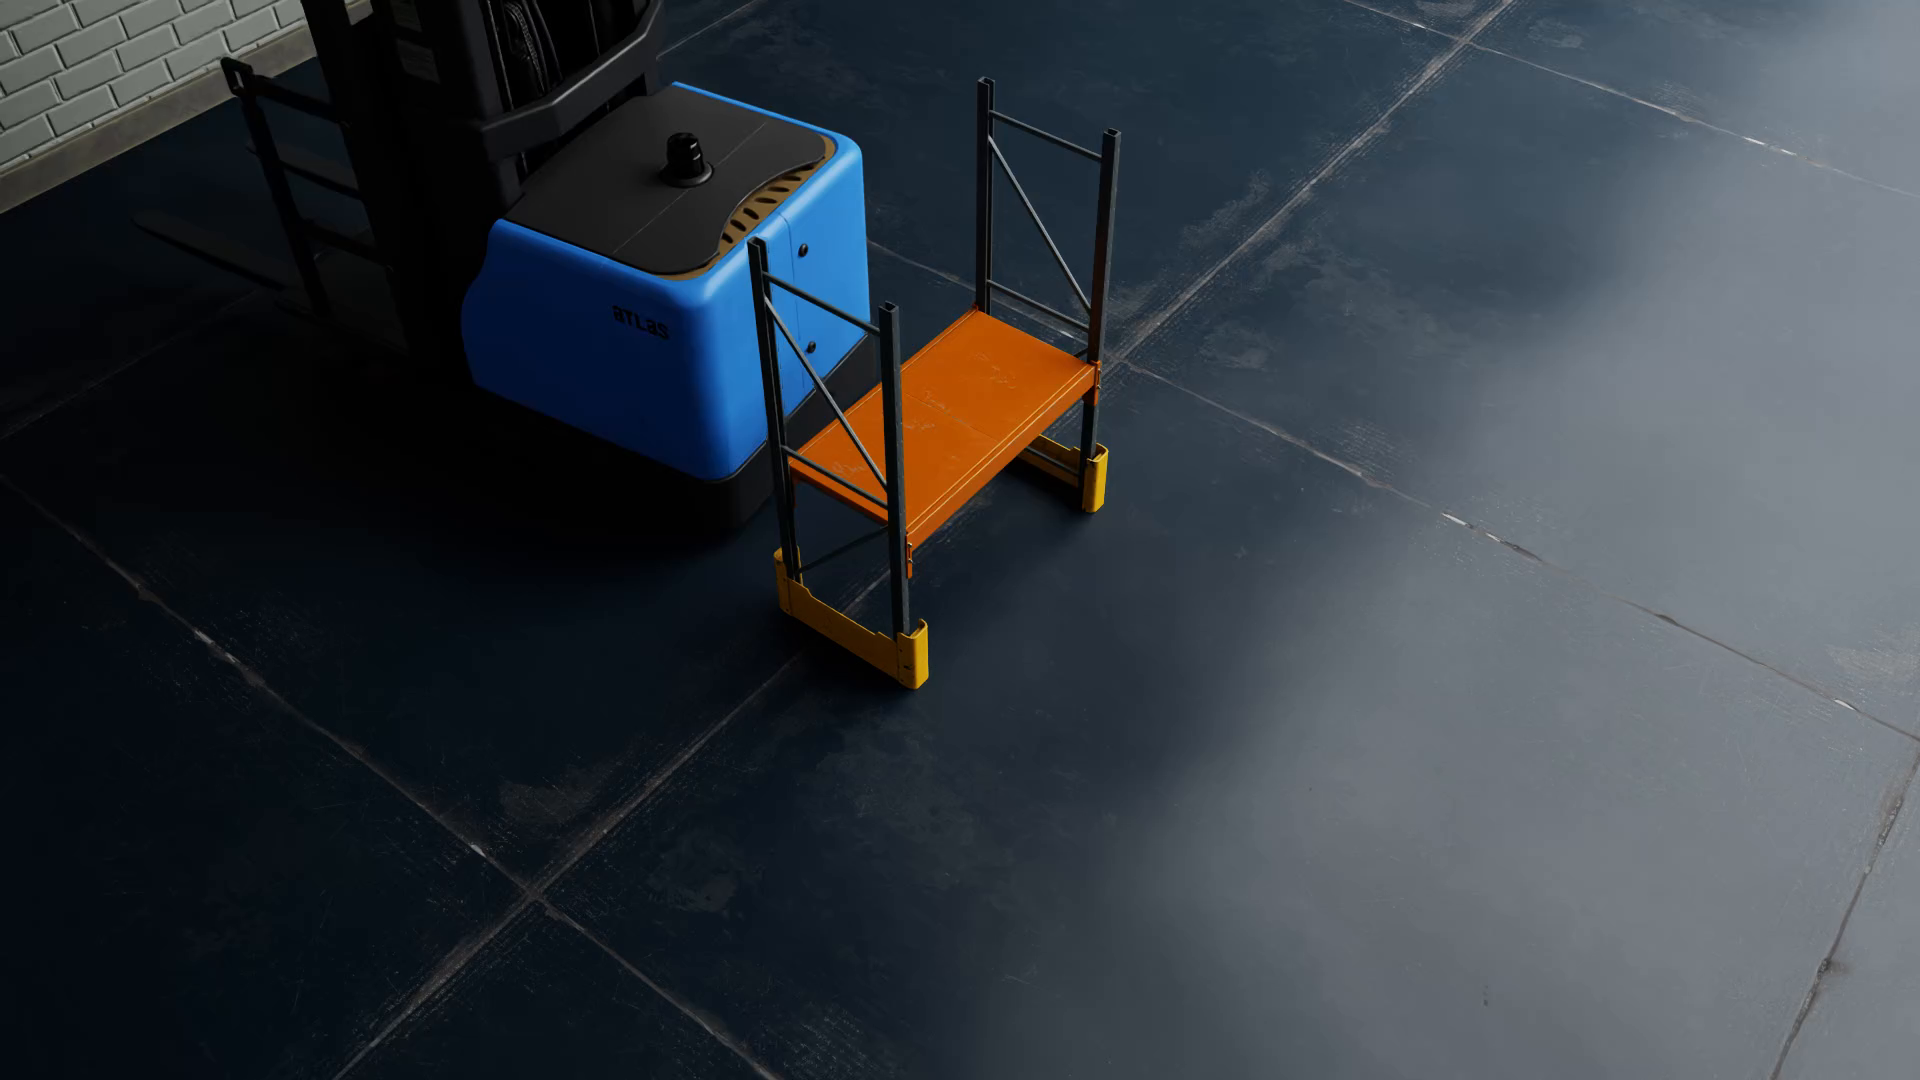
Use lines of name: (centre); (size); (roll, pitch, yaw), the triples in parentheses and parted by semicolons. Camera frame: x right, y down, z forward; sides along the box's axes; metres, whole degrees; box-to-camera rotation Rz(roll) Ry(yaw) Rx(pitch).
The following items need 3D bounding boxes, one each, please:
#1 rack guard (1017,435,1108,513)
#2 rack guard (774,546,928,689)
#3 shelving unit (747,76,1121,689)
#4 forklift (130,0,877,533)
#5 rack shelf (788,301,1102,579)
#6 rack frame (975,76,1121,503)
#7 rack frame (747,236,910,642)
rack guard: (0.258, -0.328, 5.890); (0.587, 0.250, 0.087); (29, 53, 25)
rack guard: (-0.351, 0.242, 5.346); (0.587, 0.250, 0.087); (29, 53, 25)
shelving unit: (-0.047, -0.474, 5.166); (0.587, 1.500, 1.083); (29, 53, 25)
forklift: (-1.850, -1.824, 5.465); (3.031, 2.935, 1.130); (22, 50, 20)
rack shelf: (-0.052, -0.345, 5.291); (0.538, 0.185, 1.000); (29, 53, 25)
rack frame: (0.259, -0.760, 5.439); (0.500, 1.500, 0.032); (29, 53, 25)
rack frame: (-0.363, -0.178, 4.883); (0.500, 1.500, 0.032); (29, 53, 25)
